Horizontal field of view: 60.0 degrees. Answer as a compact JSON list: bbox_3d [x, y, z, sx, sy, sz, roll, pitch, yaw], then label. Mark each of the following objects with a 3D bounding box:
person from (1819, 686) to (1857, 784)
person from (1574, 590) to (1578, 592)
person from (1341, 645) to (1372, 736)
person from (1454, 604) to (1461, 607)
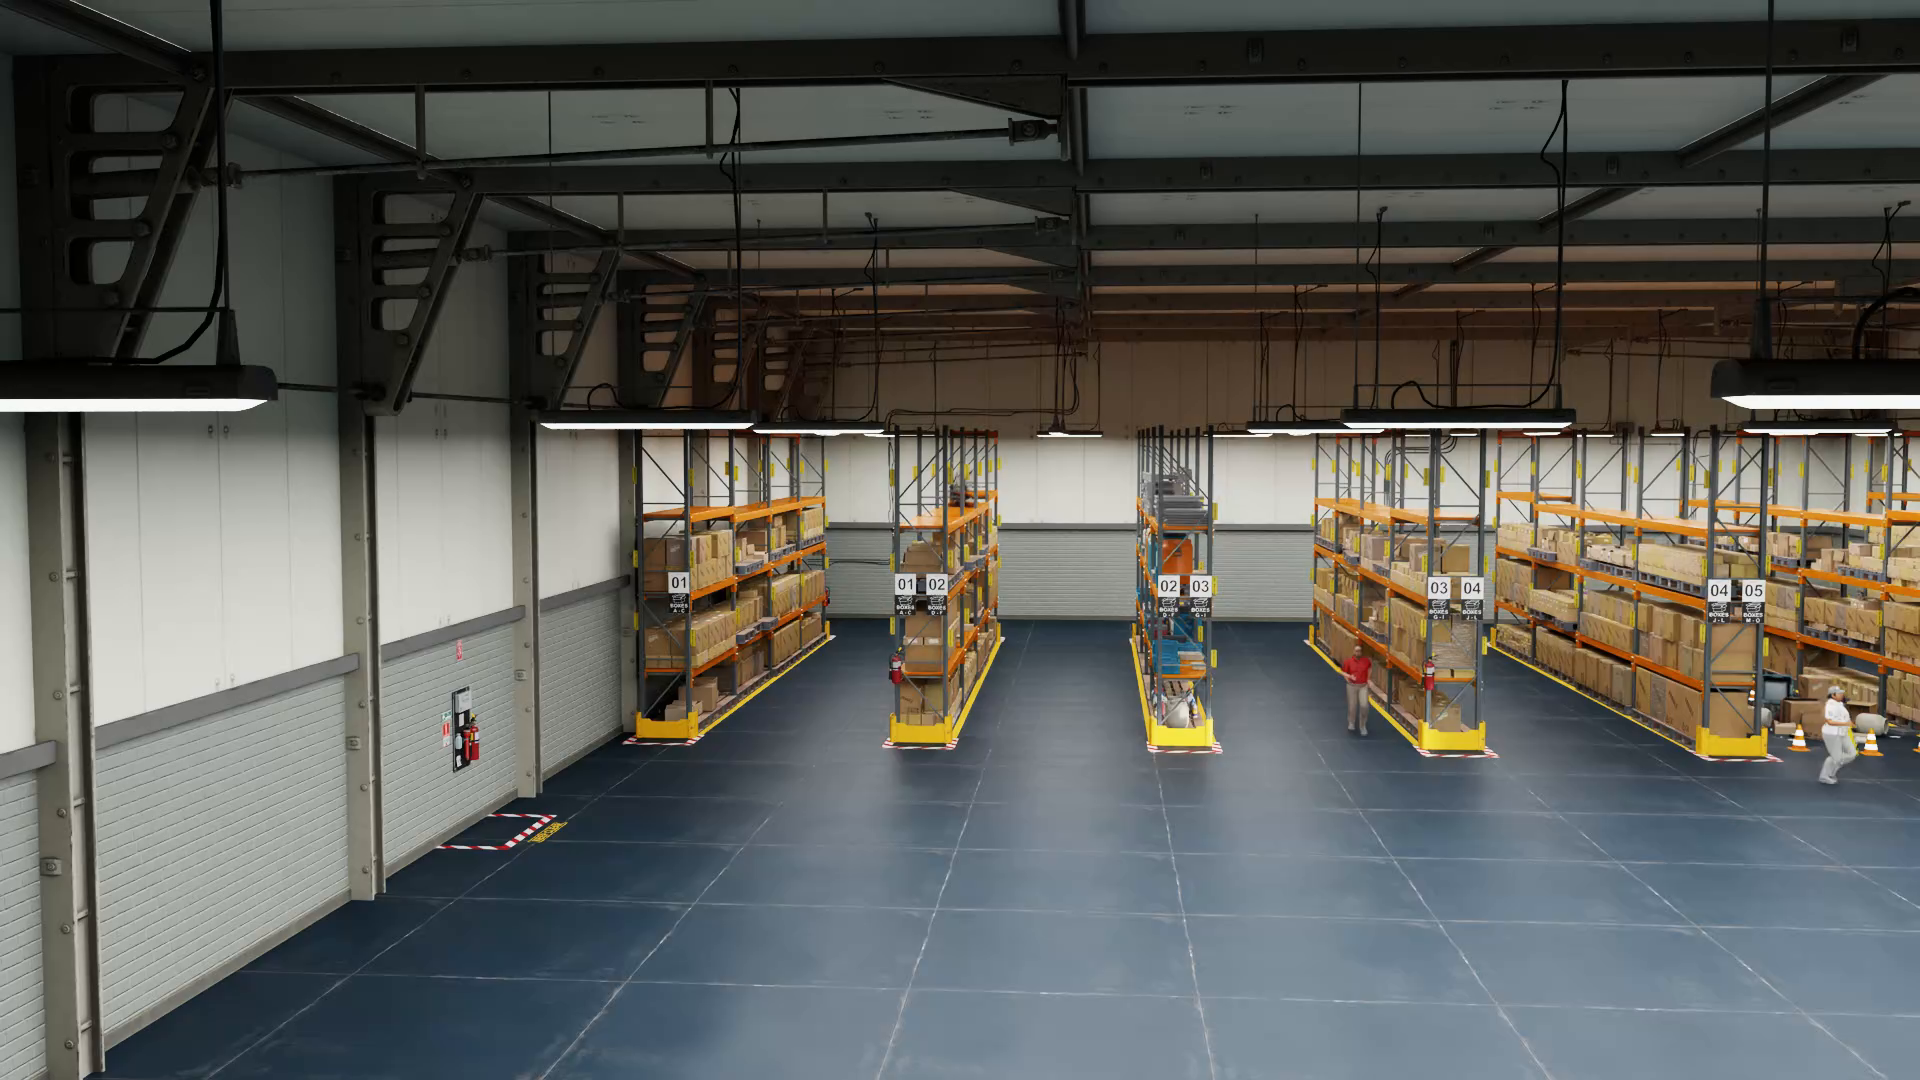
[{"bbox_3d":[14.596,3.242,27.592,0.591,1.638,0.575,-3,5,-42],"label":"person"},{"bbox_3d":[17.496,2.017,47.177,0.788,1.831,0.665,0,3,5],"label":"person"},{"bbox_3d":[7.726,2.931,32.373,0.606,1.776,0.821,1,3,9],"label":"person"},{"bbox_3d":[13.464,2.212,45.157,0.637,1.613,0.638,0,3,4],"label":"person"}]
